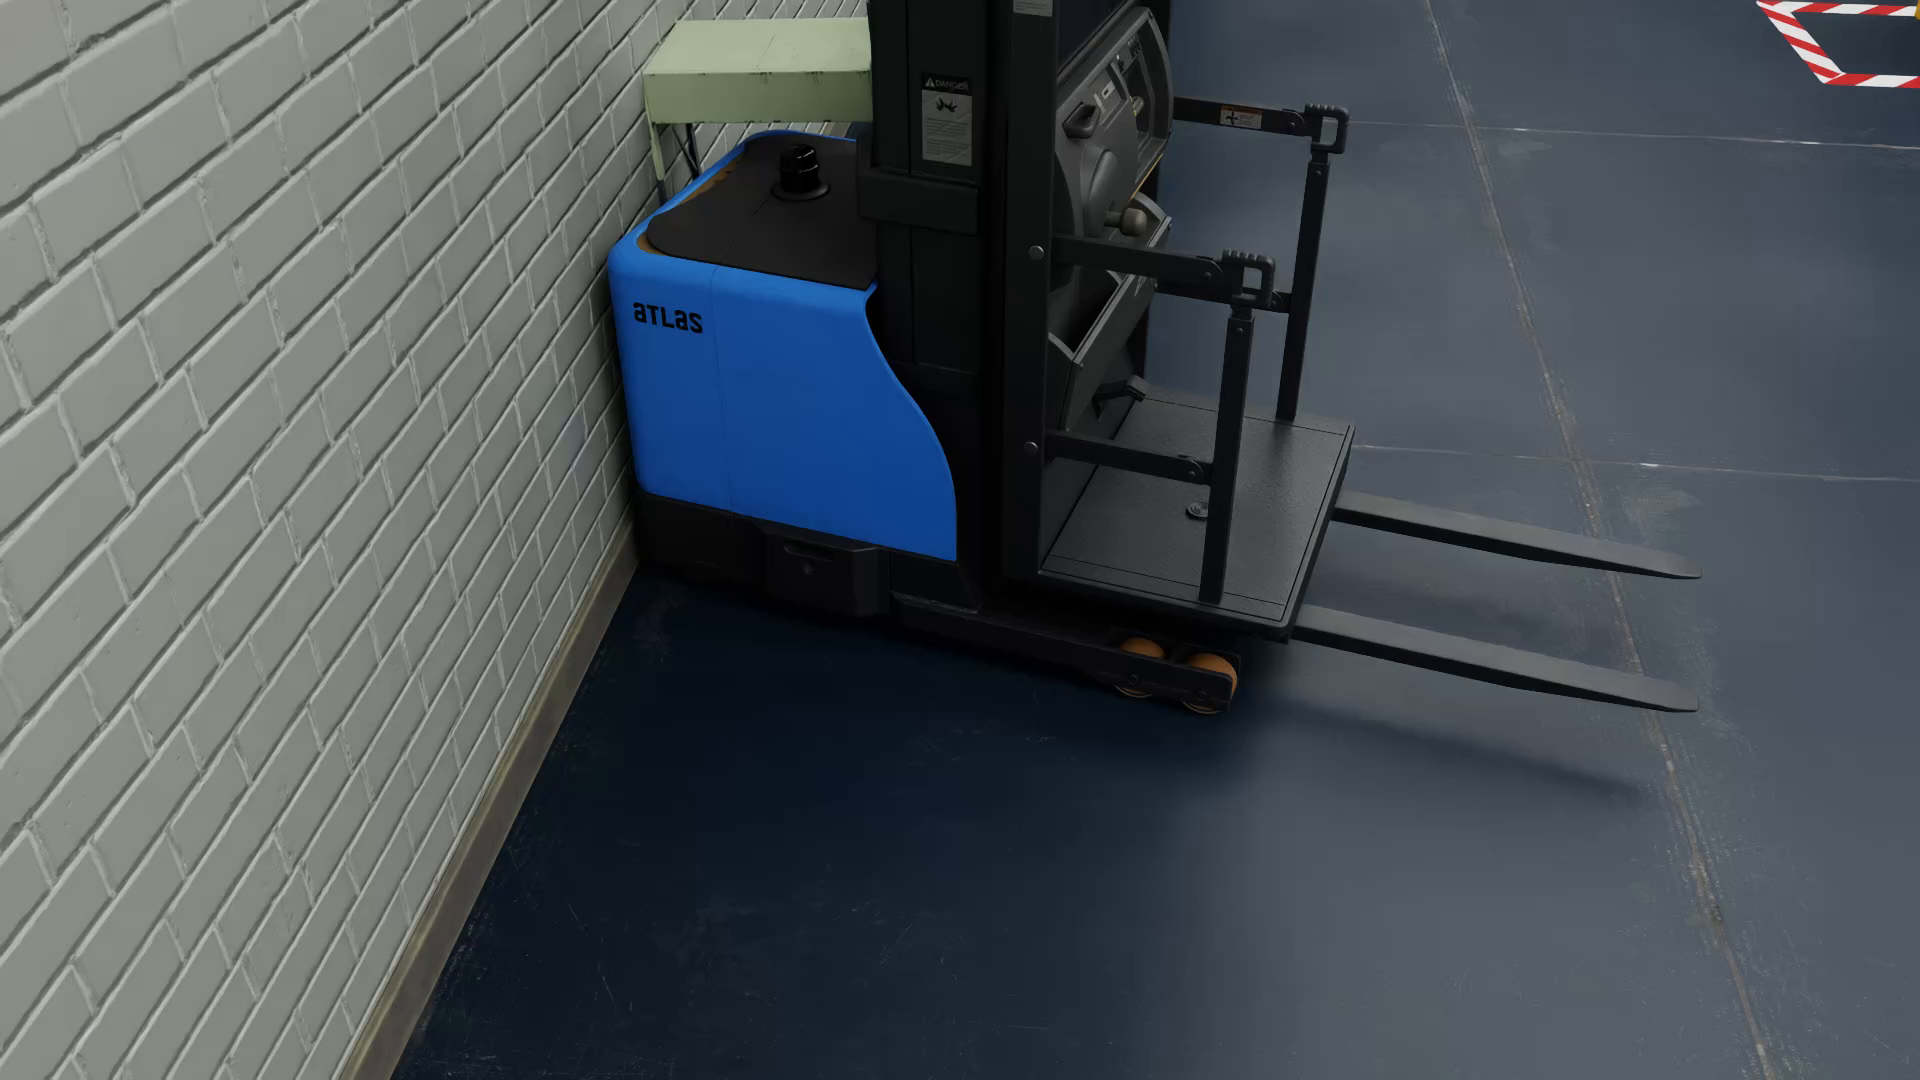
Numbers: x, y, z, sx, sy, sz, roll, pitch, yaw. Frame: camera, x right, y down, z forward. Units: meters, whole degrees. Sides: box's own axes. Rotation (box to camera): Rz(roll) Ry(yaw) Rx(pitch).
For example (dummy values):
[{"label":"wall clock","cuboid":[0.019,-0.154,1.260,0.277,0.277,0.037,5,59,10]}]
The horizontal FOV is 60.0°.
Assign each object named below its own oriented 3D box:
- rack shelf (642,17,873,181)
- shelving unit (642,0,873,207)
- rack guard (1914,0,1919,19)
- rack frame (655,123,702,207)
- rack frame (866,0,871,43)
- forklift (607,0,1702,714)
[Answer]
[{"label":"rack shelf","cuboid":[-0.563,-1.371,5.117,0.720,0.370,0.431,2,39,9]},{"label":"shelving unit","cuboid":[-0.535,-1.068,5.362,0.755,1.500,0.431,2,39,9]},{"label":"rack guard","cuboid":[5.503,-2.855,8.820,0.348,0.500,1.175,4,36,6]},{"label":"rack frame","cuboid":[-0.897,-1.079,5.416,0.023,1.500,0.400,2,39,9]},{"label":"rack frame","cuboid":[-0.173,-1.057,5.307,0.023,1.500,0.400,2,39,9]},{"label":"forklift","cuboid":[0.589,-1.065,4.219,3.031,2.935,1.130,12,37,17]}]
